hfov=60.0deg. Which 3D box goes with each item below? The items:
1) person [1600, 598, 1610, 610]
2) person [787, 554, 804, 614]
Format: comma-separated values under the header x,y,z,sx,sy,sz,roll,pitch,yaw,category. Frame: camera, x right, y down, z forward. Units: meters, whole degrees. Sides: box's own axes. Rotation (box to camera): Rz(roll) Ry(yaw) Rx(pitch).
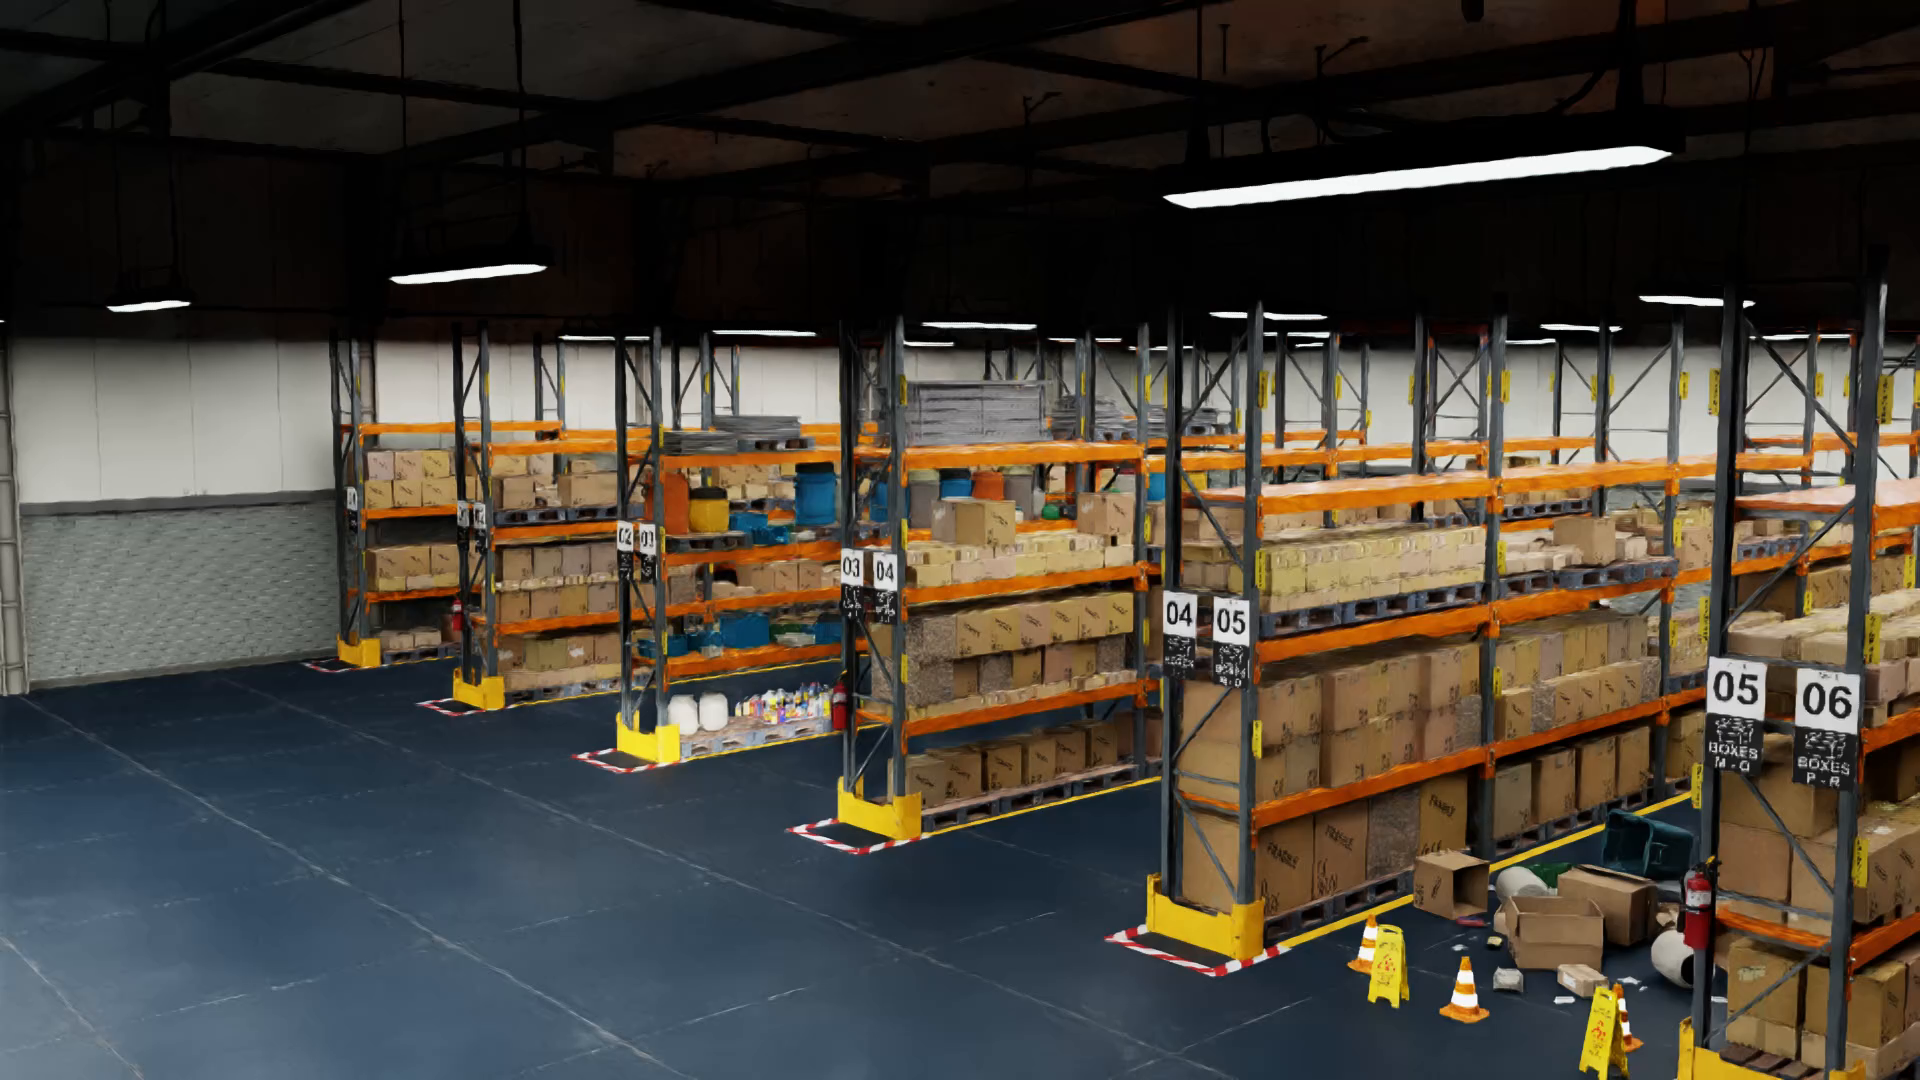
x,y,z,sx,sy,sz,roll,pitch,yaw,category
10.155,1.730,26.203,1.092,1.710,0.585,-5,8,-43,person
-3.348,0.963,33.836,0.459,1.725,0.578,2,6,22,person
